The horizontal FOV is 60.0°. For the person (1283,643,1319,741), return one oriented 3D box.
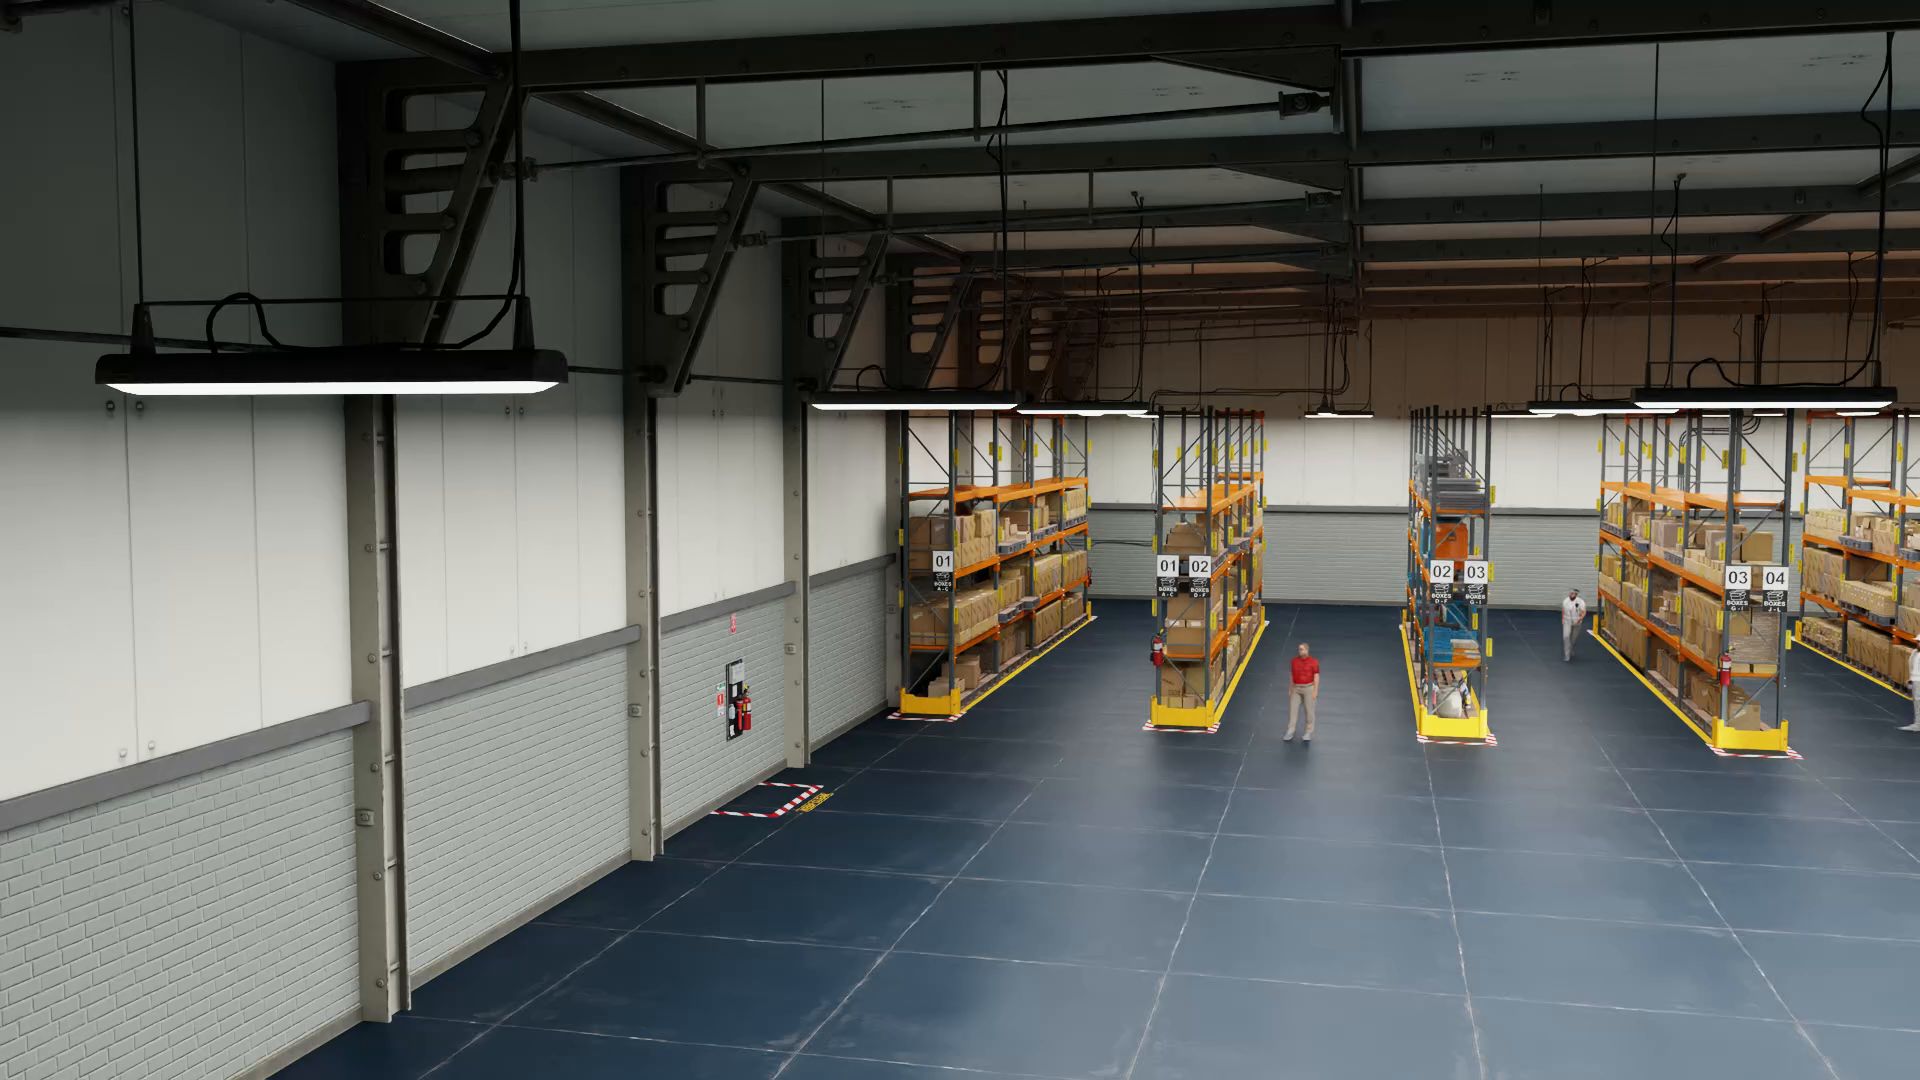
[{"bbox_3d":[6.109,2.769,29.800,0.541,1.658,0.556,3,5,36],"label":"person"}]

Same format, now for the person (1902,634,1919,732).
[{"bbox_3d":[17.736,2.621,30.792,0.492,1.785,0.589,2,4,22],"label":"person"}]

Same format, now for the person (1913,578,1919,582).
[{"bbox_3d":[24.516,1.813,42.702,0.654,1.673,1.049,-4,5,-41],"label":"person"}]

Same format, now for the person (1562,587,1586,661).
[{"bbox_3d":[14.758,2.008,39.970,0.531,1.759,0.995,1,4,17],"label":"person"}]
